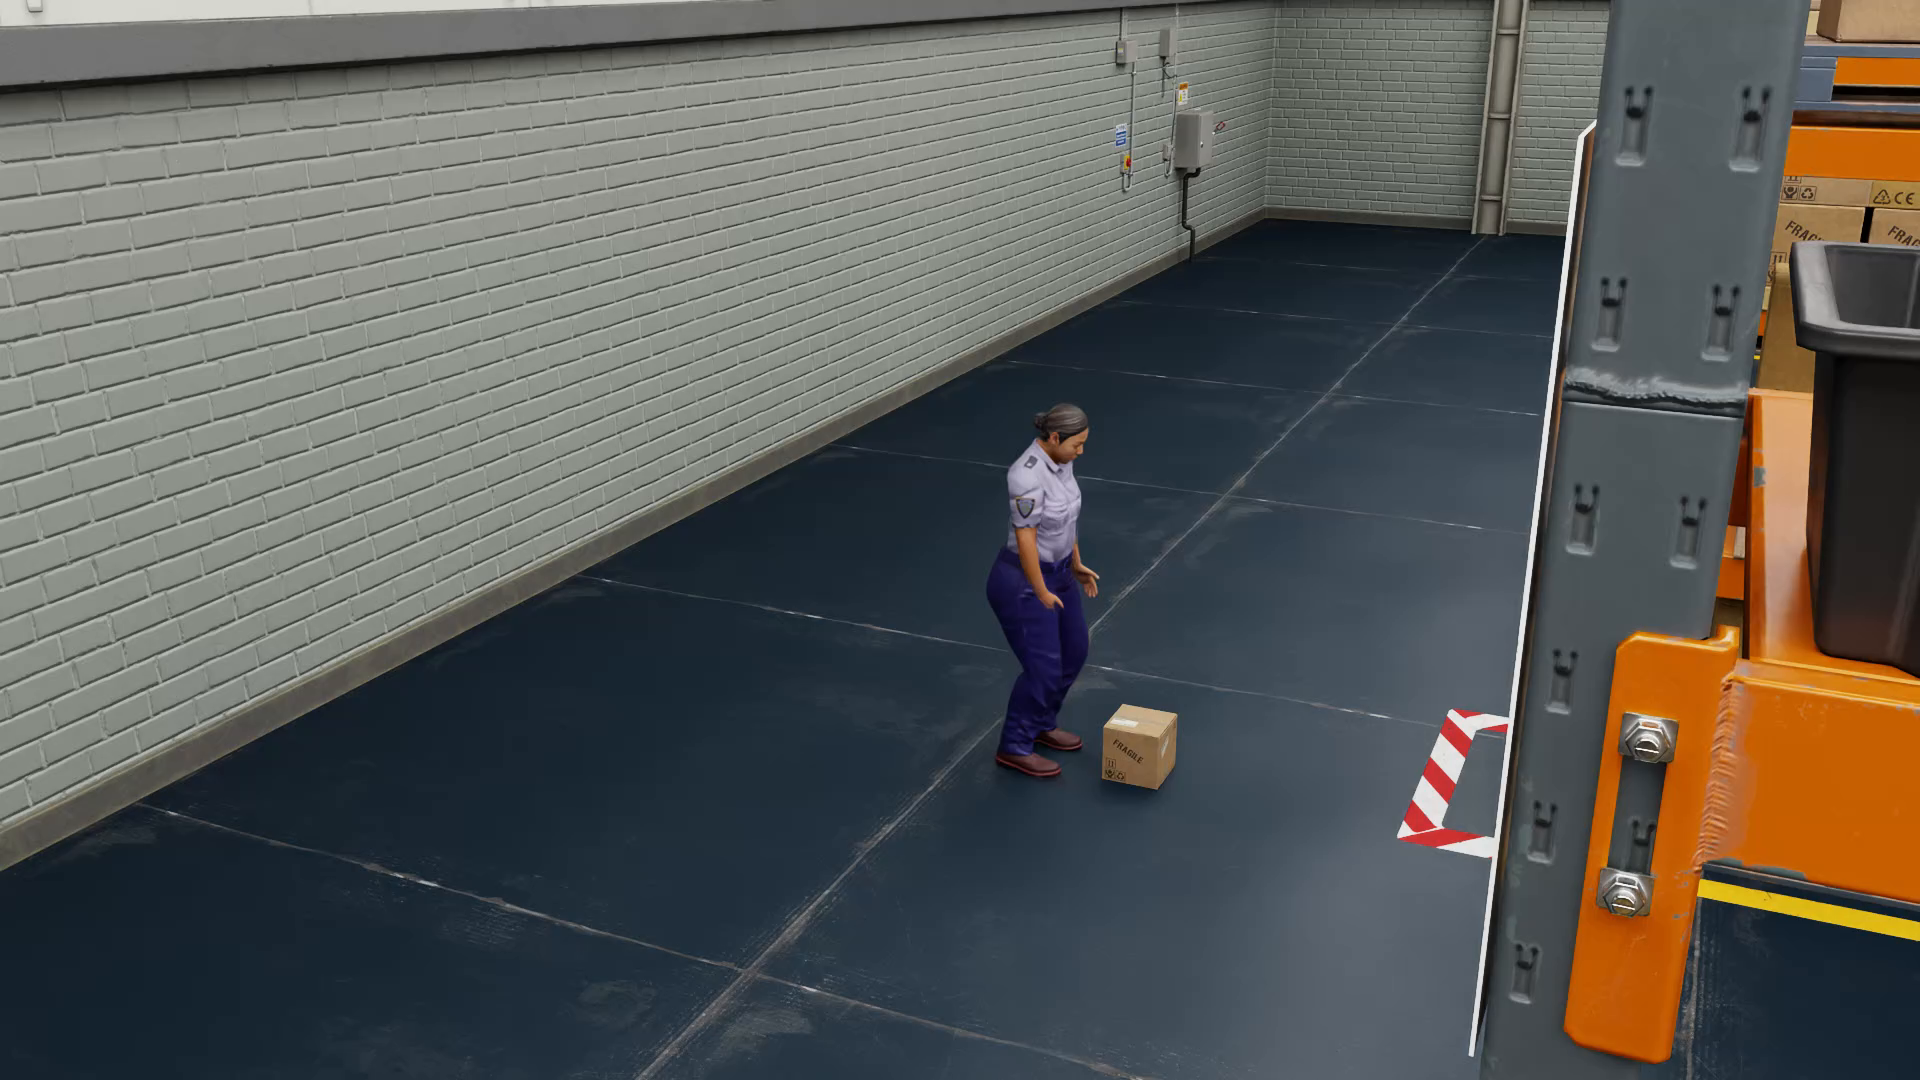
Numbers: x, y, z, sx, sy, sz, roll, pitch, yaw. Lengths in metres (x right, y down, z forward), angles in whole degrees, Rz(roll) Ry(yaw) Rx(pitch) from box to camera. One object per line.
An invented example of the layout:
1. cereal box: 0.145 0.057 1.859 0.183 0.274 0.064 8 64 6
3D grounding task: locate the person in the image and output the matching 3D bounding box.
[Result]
1. person: 0.351 0.188 7.131 0.397 1.607 0.496 9 21 24
